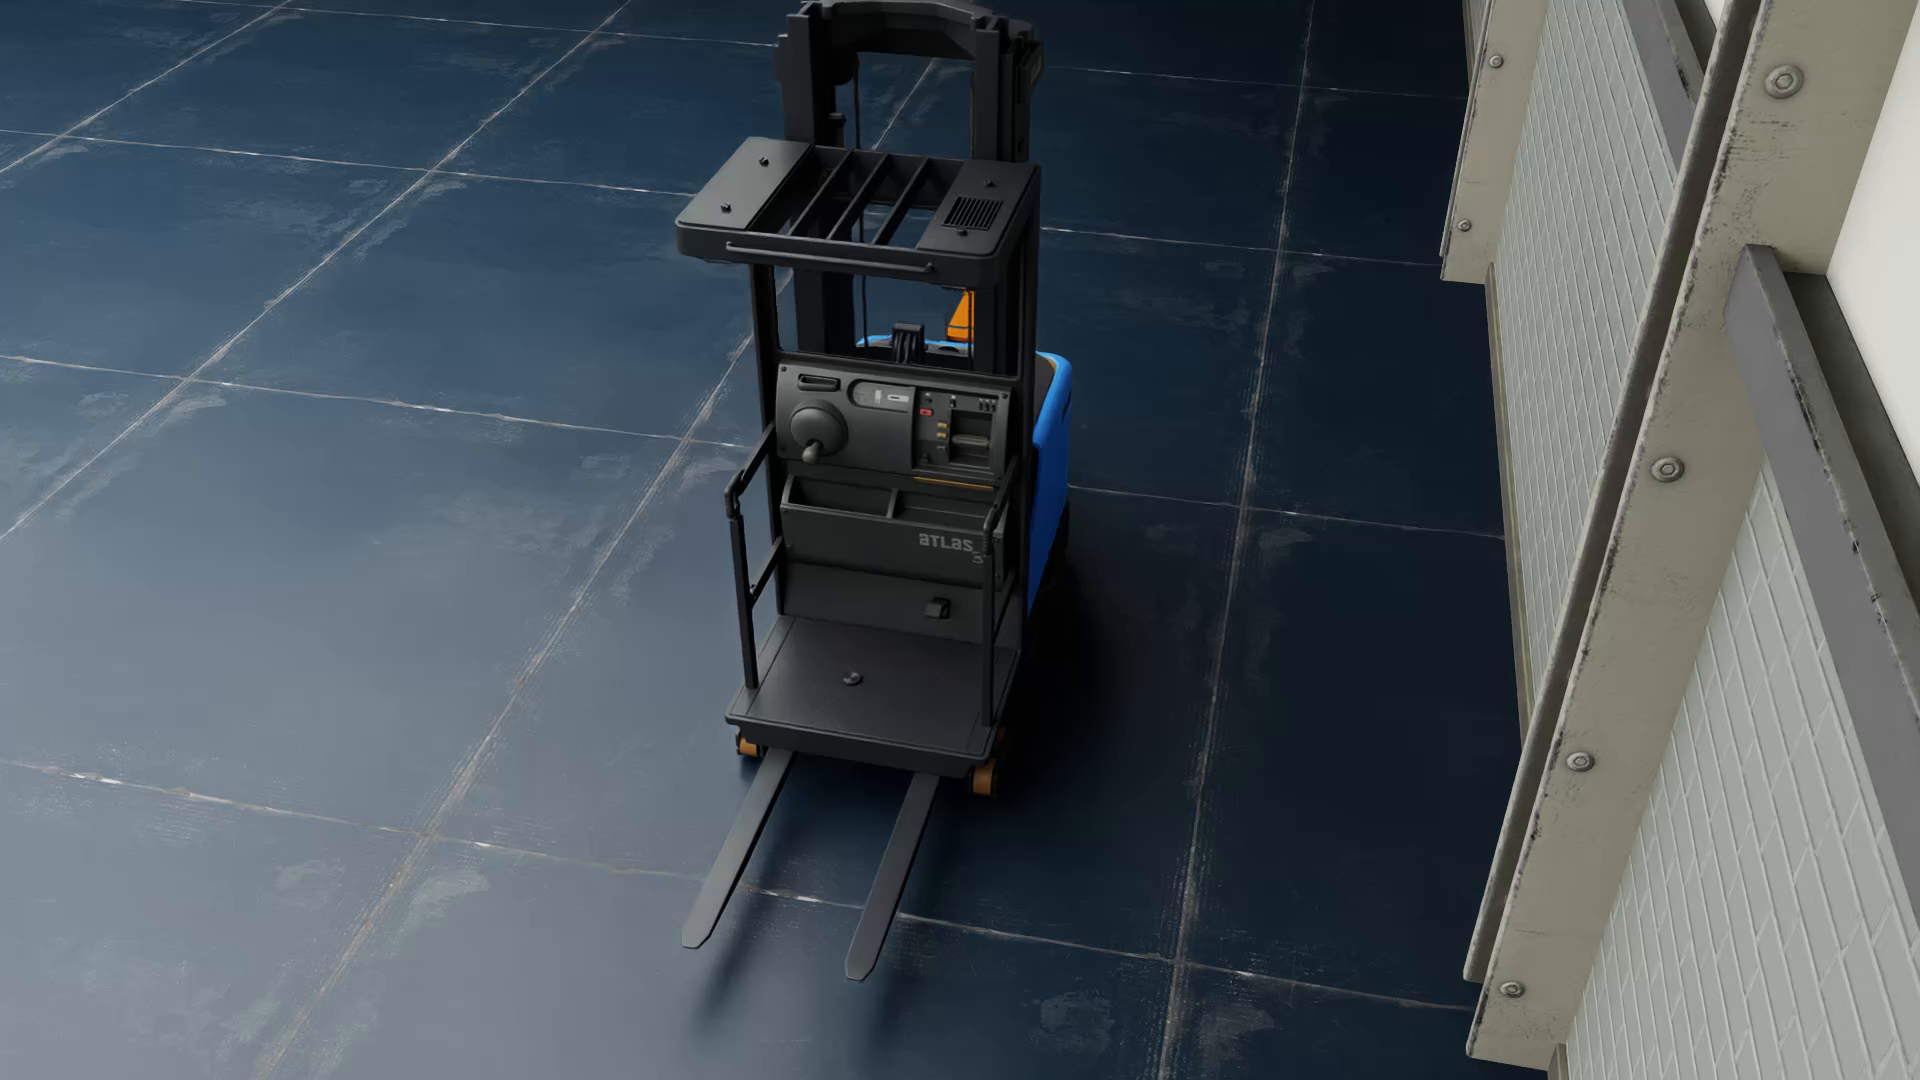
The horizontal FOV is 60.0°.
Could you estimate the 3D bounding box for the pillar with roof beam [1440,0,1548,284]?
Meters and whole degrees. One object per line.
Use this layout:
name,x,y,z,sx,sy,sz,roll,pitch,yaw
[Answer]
pillar with roof beam,-0.972,-5.924,8.755,9.100,9.000,0.400,7,37,10

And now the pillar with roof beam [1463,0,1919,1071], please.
pillar with roof beam,-2.253,-2.484,4.009,9.100,9.000,0.400,7,37,10

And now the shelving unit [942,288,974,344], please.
shelving unit,0.095,-0.703,8.198,0.258,1.200,0.503,8,37,11

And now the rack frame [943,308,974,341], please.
rack frame,0.039,-0.564,8.006,0.240,1.200,0.015,8,37,11

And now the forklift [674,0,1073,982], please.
forklift,-0.312,-0.388,6.287,1.130,2.935,3.031,8,37,11

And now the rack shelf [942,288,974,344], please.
rack shelf,0.095,-1.022,7.967,0.258,0.148,0.480,8,37,11
